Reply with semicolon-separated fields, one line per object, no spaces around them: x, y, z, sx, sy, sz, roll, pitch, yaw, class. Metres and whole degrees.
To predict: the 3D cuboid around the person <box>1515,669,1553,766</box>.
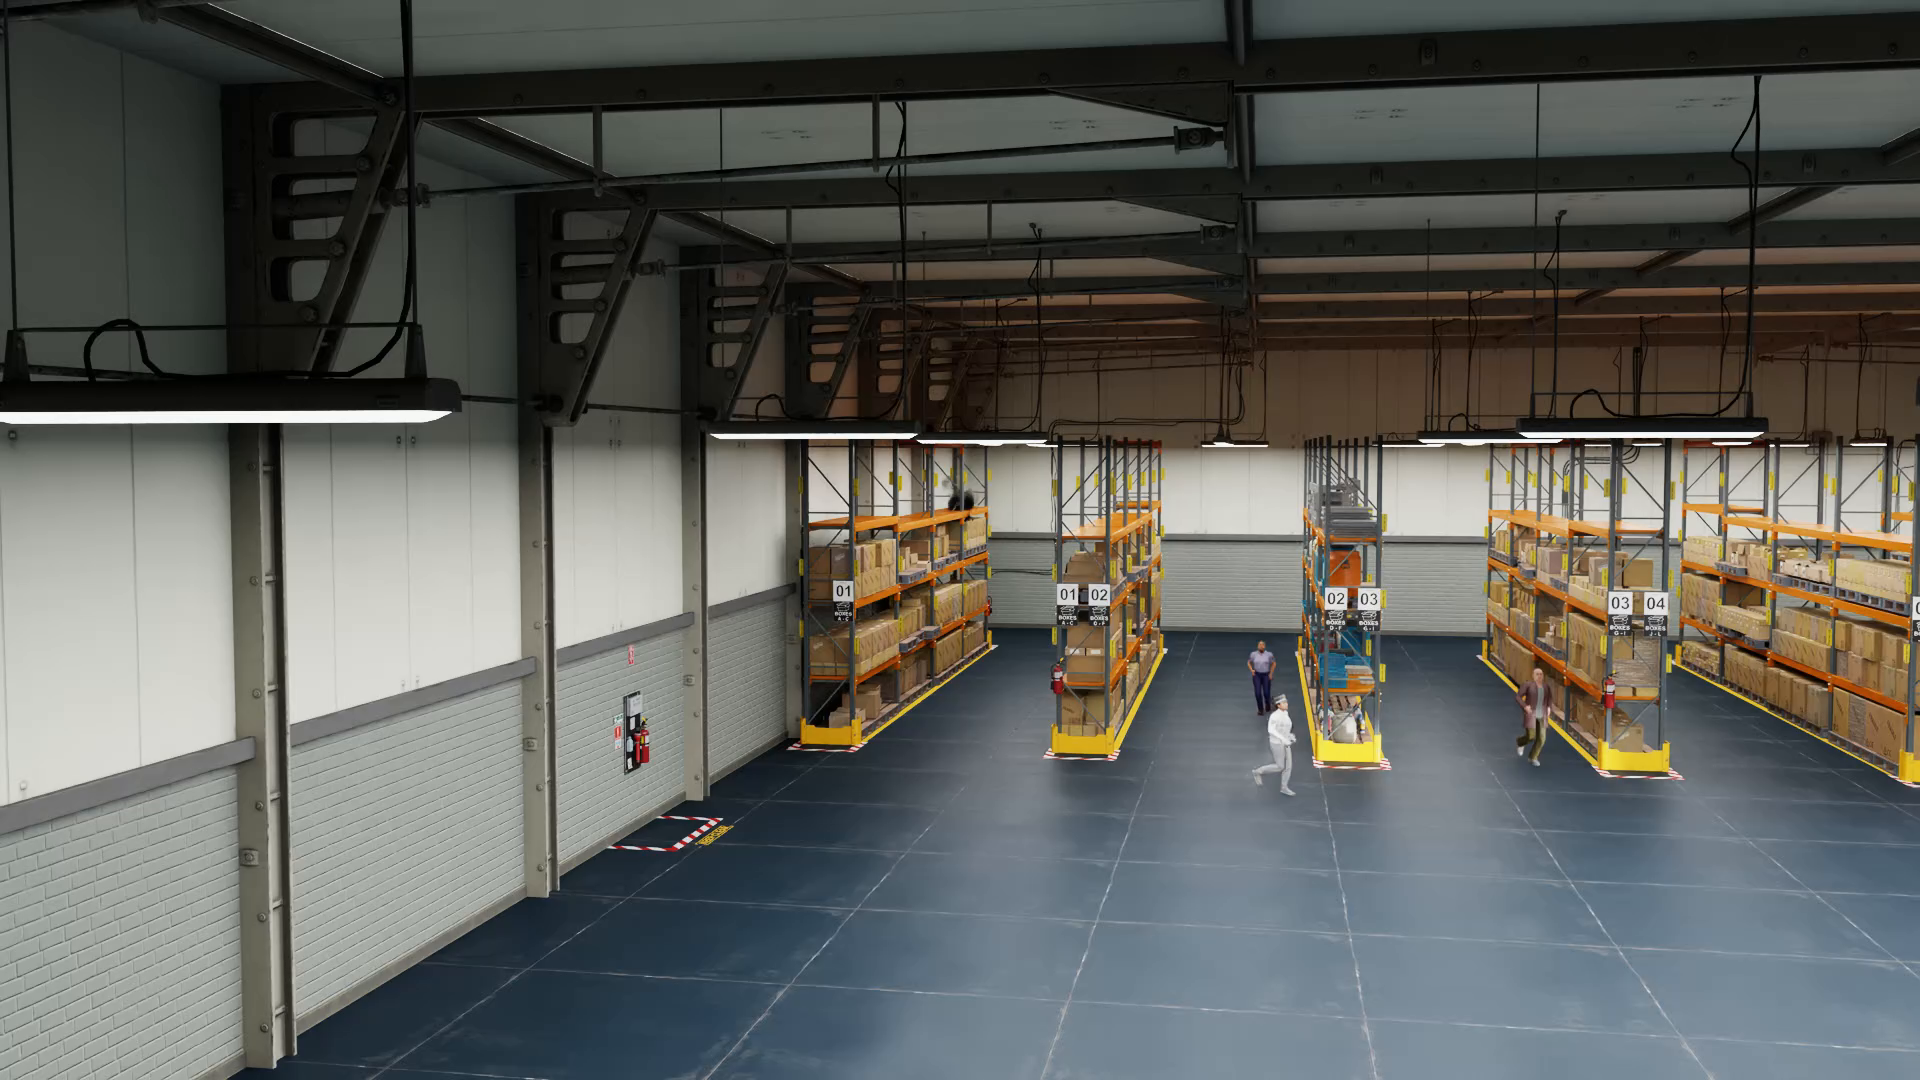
10.529;3.217;30.440;0.740;1.748;0.687;0;3;-6;person

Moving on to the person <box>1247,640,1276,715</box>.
6.514;2.975;35.987;0.609;1.612;0.546;1;3;14;person

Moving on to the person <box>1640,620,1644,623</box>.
18.663;2.444;45.176;0.814;1.664;0.577;-2;3;-27;person

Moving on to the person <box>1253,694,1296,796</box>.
5.293;3.401;27.768;0.718;1.681;0.623;2;4;35;person
